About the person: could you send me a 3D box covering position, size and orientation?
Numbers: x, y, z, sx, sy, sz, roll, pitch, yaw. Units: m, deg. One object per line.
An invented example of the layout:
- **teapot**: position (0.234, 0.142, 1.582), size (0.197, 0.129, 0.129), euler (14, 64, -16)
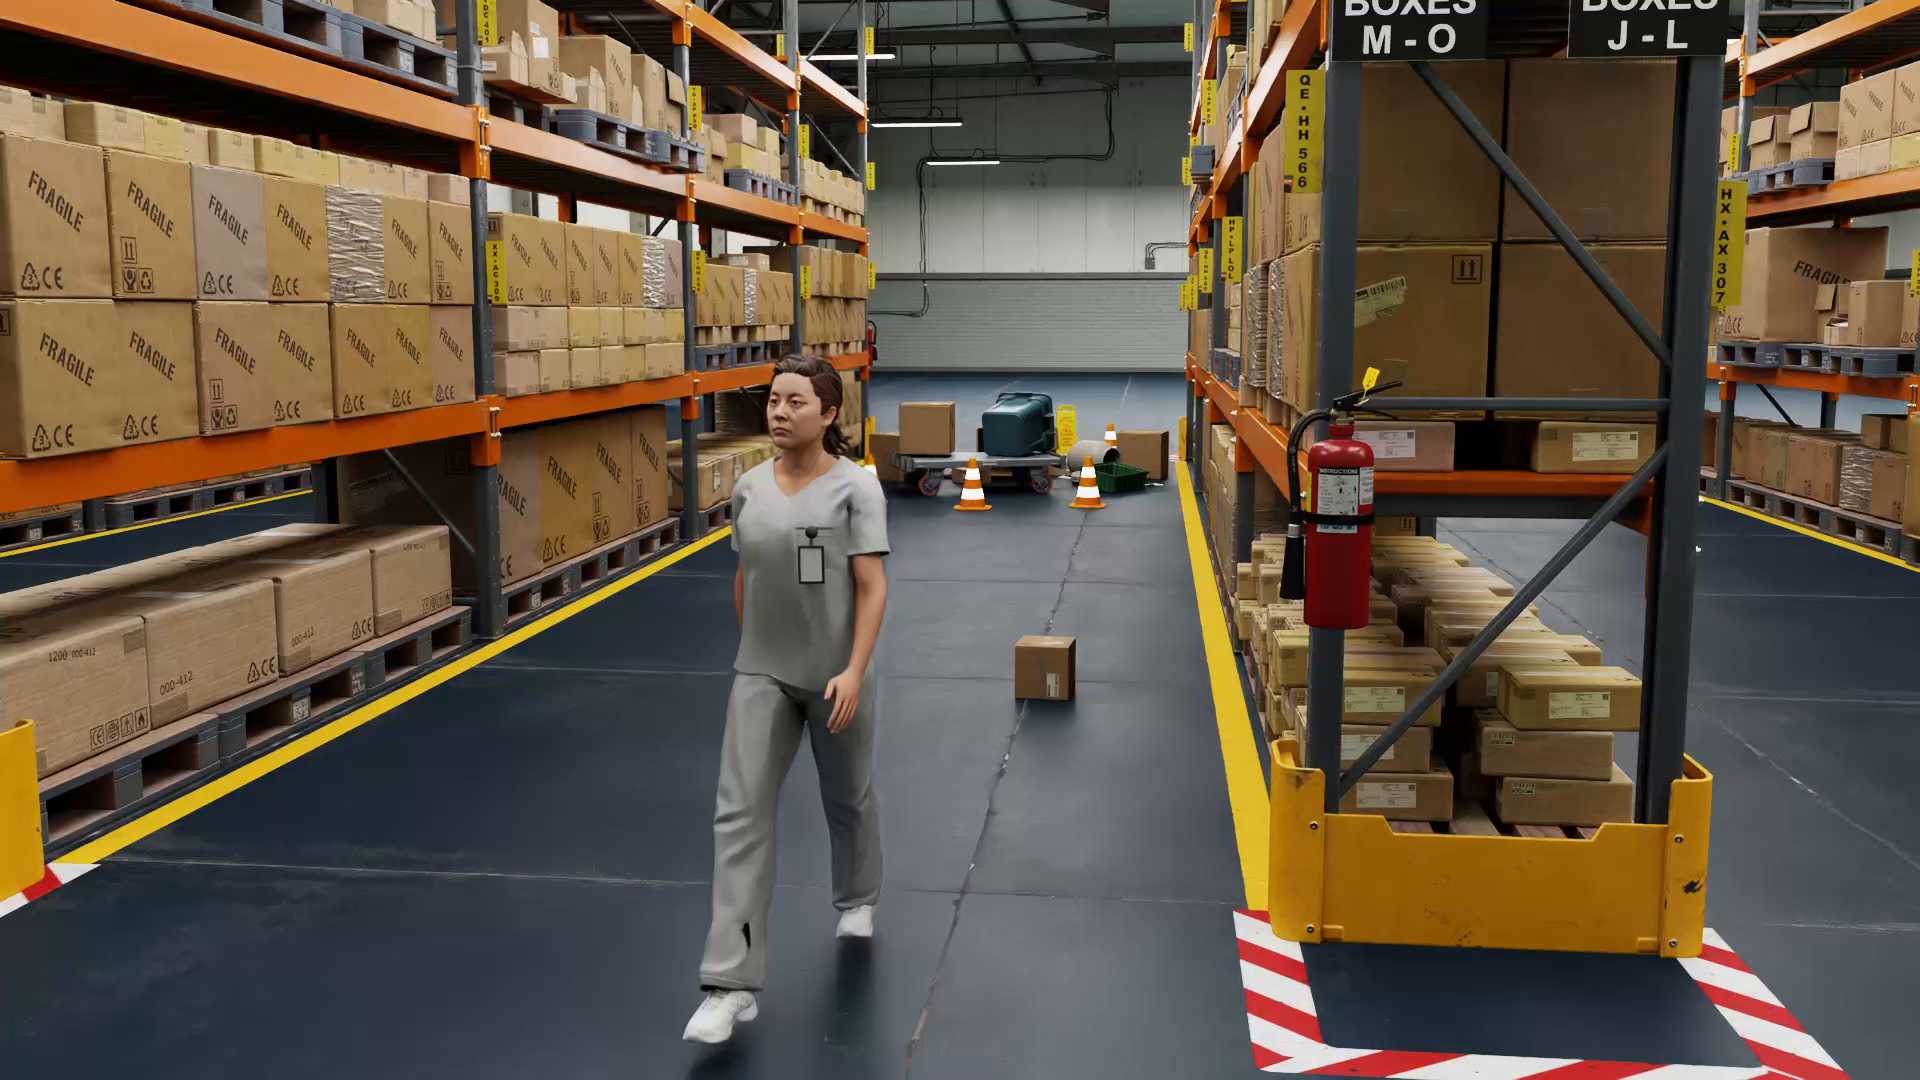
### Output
- **person**: position (-0.406, 0.341, 4.188), size (0.454, 1.606, 1.038), euler (2, 8, 12)
